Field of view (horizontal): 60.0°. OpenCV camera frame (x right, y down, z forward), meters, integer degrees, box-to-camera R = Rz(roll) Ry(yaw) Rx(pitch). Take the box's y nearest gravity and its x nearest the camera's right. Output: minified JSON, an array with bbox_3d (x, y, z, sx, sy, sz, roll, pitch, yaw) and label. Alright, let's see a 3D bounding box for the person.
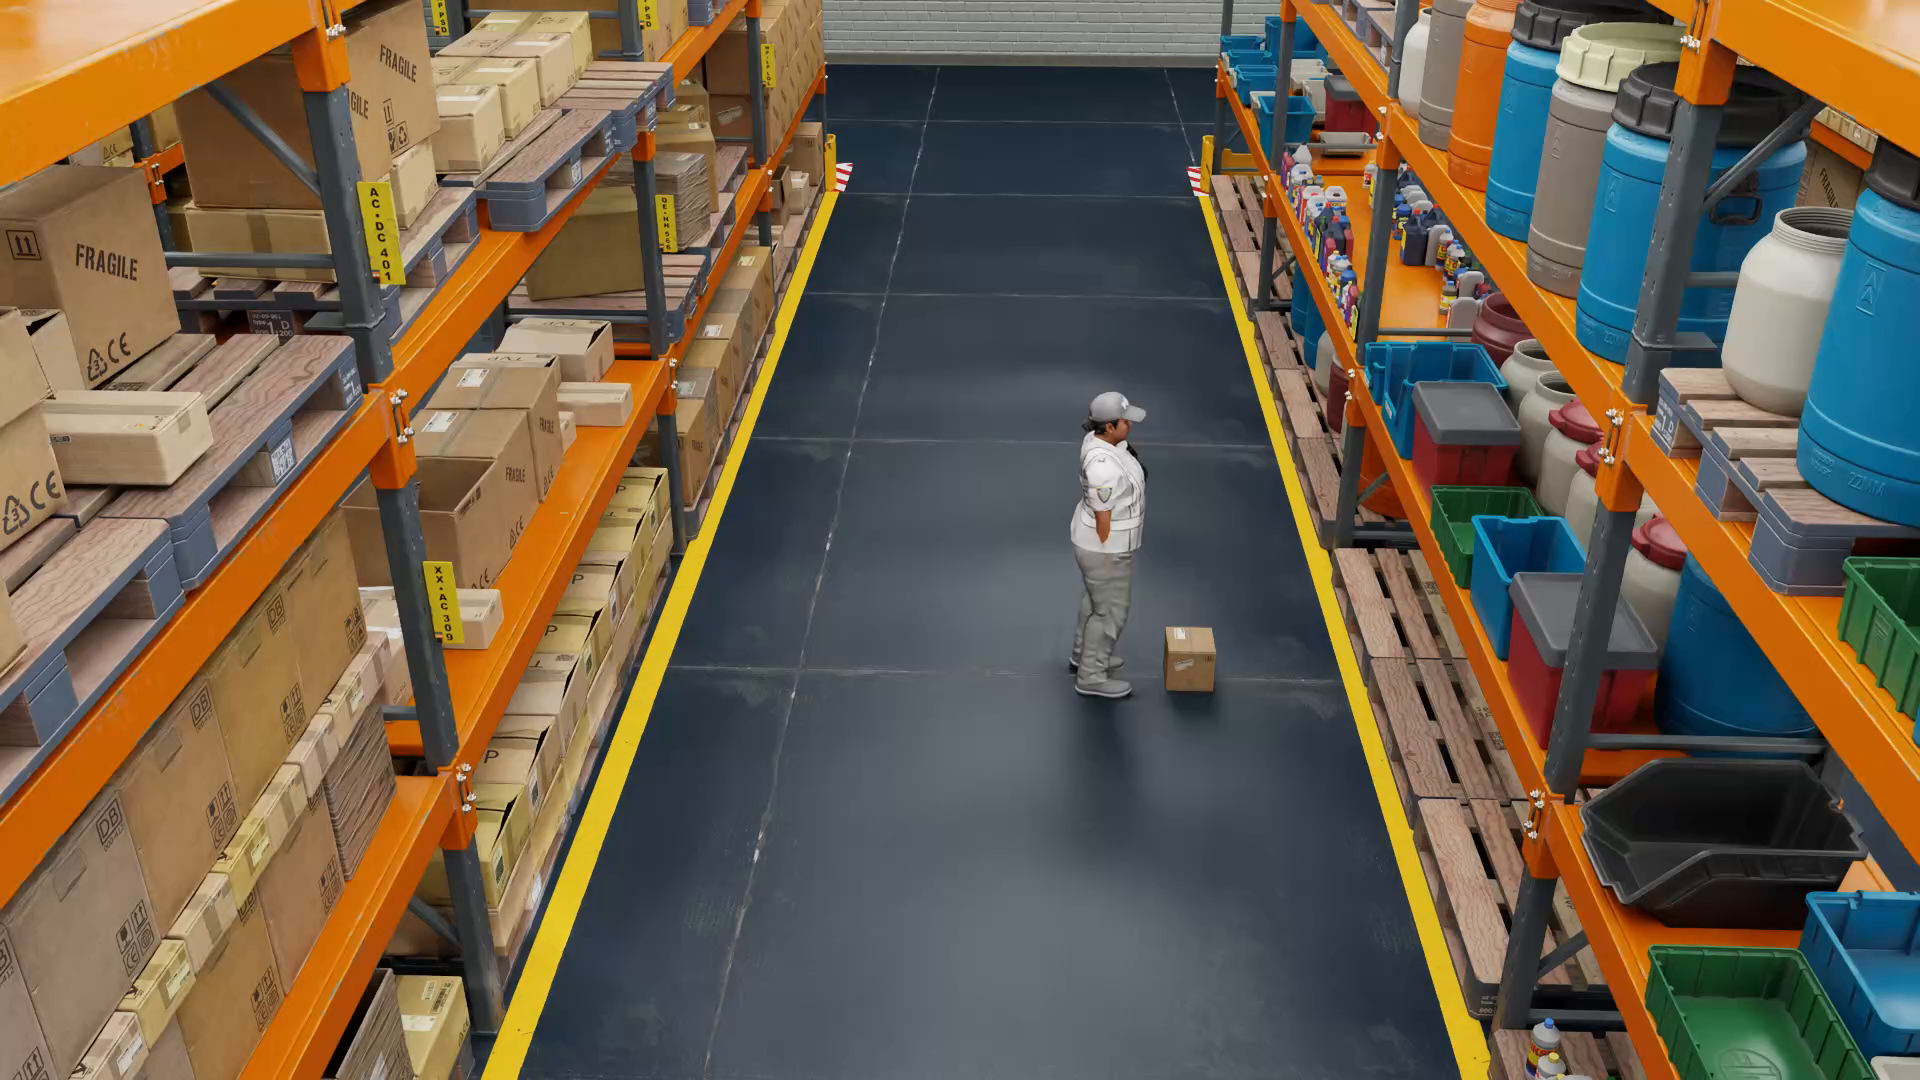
[{"bbox_3d":[0.766,0.013,8.614,0.390,1.669,0.467,2,28,3],"label":"person"}]
